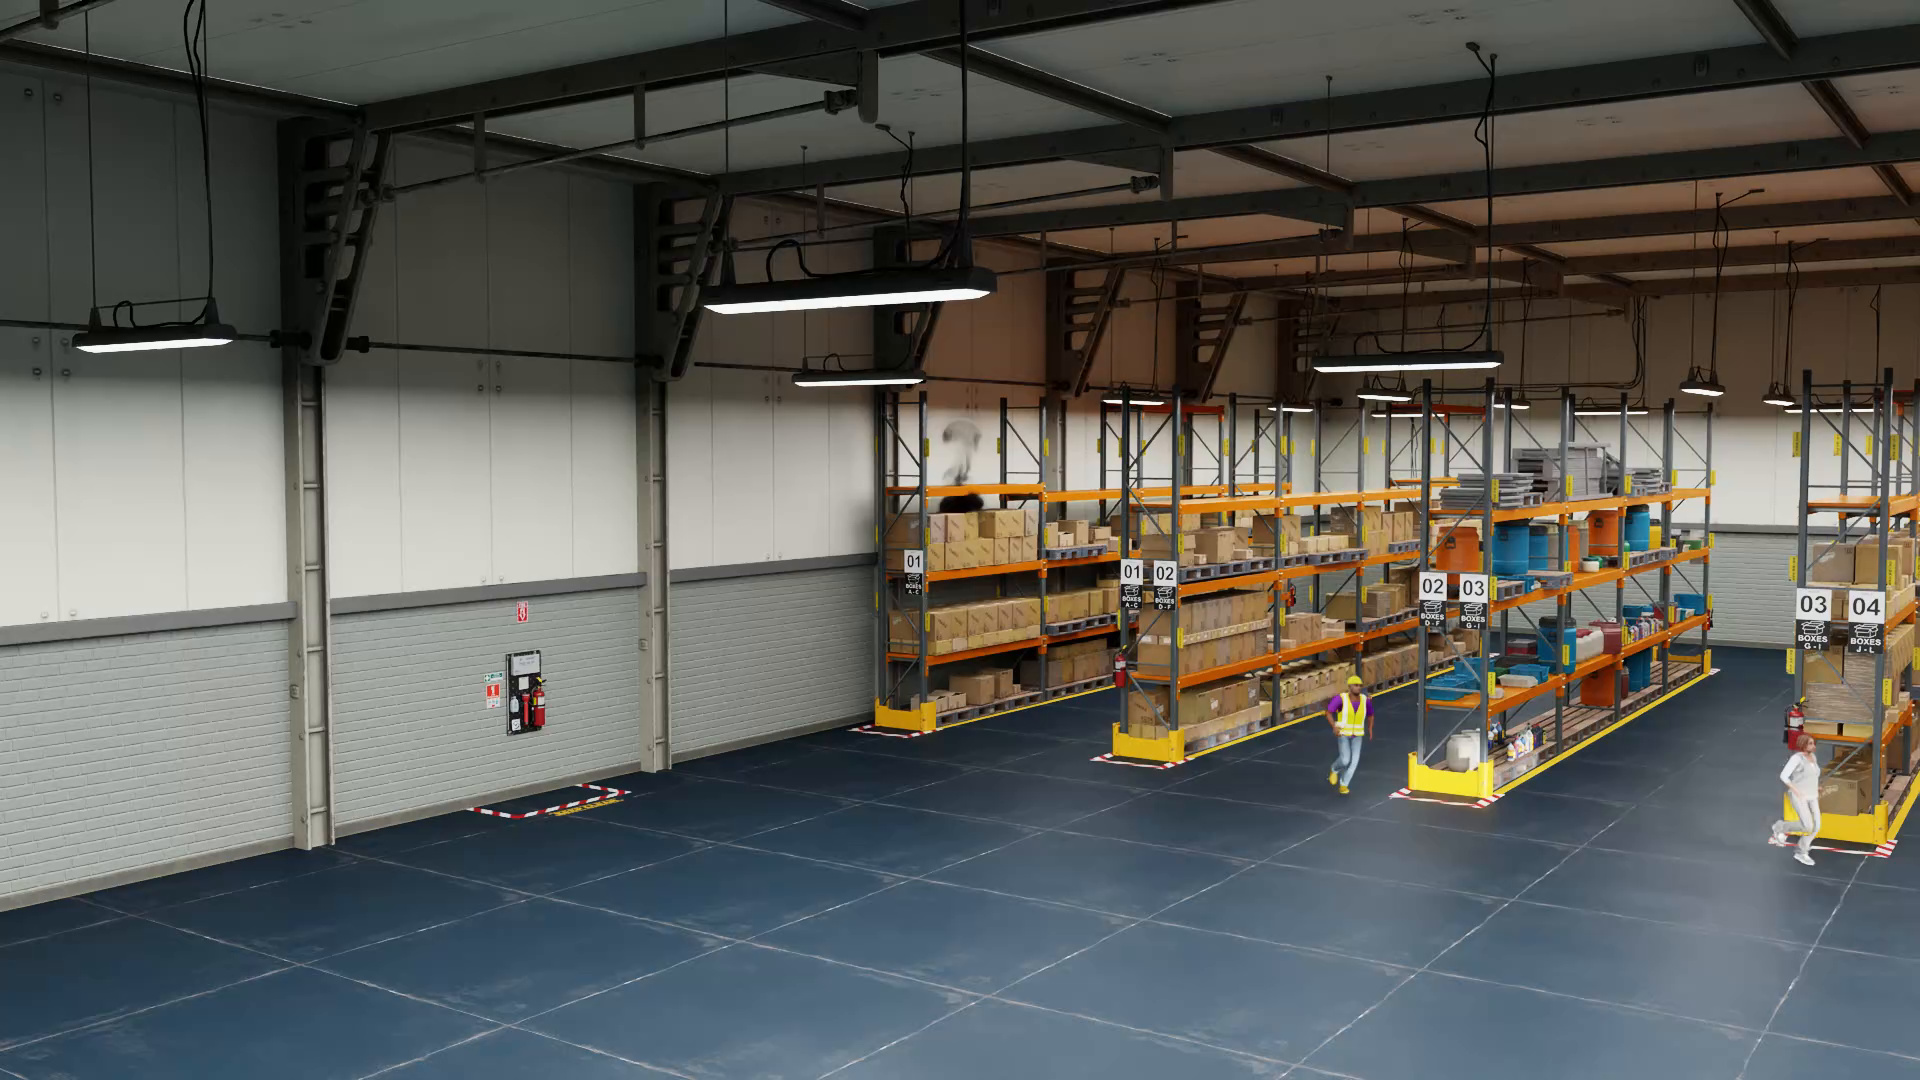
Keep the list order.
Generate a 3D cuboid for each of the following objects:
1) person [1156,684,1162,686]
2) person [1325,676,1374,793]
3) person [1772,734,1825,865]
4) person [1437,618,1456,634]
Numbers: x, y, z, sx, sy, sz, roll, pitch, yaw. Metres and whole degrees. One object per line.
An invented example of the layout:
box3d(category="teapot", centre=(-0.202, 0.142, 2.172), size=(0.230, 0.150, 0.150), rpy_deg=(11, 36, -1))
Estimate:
box3d(category="person", centre=(3.877, 2.486, 31.217), size=(0.570, 1.597, 0.672), rpy_deg=(1, 4, 25))
box3d(category="person", centre=(5.682, 2.818, 24.189), size=(0.713, 1.712, 0.558), rpy_deg=(0, 3, -7))
box3d(category="person", centre=(10.170, 3.121, 20.174), size=(0.551, 1.563, 0.551), rpy_deg=(-2, 4, -27))
box3d(category="person", centre=(12.226, 1.882, 41.669), size=(0.568, 1.609, 0.568), rpy_deg=(2, 4, 36))
